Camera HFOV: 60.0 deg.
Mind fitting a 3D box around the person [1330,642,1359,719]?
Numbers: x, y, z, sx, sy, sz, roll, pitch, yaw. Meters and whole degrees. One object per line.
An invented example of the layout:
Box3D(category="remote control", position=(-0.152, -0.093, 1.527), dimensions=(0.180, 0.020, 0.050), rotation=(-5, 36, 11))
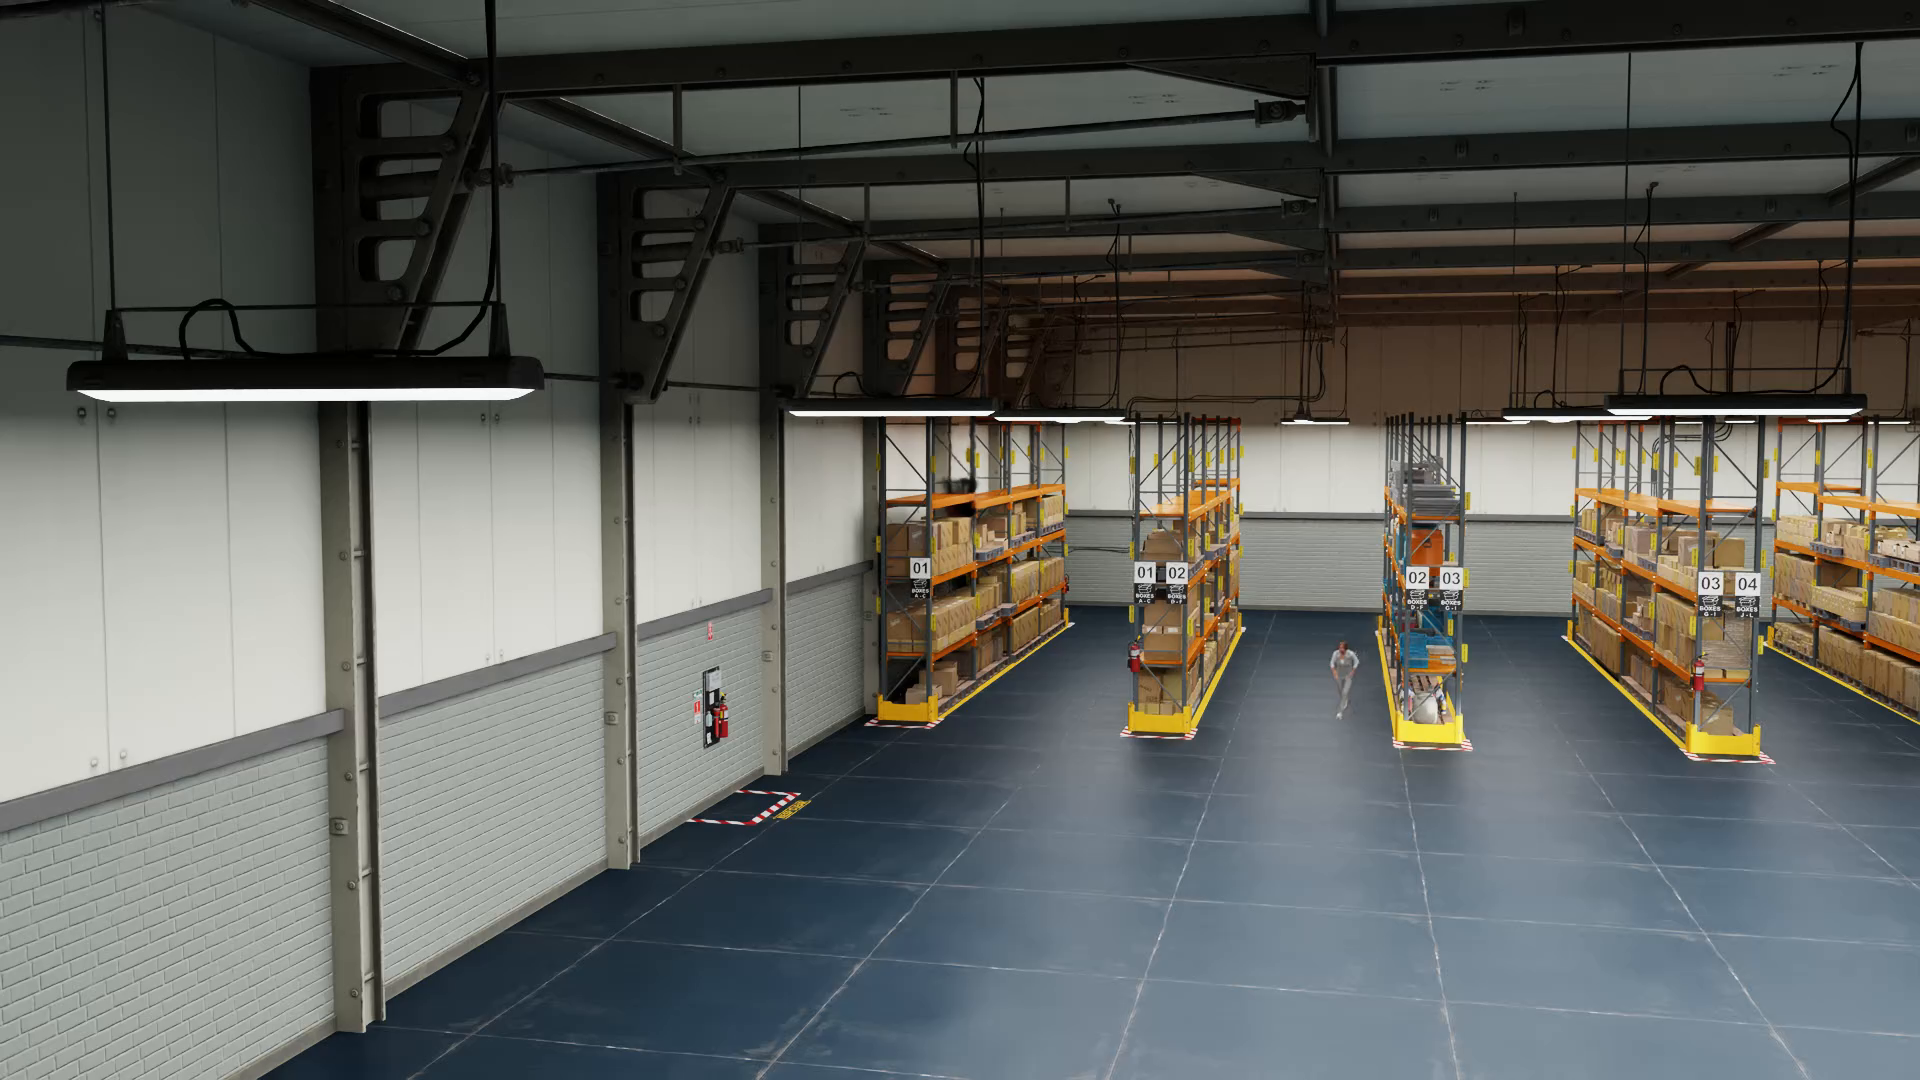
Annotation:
Box3D(category="person", position=(7.625, 2.750, 32.980), dimensions=(0.551, 1.542, 0.852), rotation=(1, 4, 17))

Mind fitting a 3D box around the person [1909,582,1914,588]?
Box3D(category="person", position=(25.809, 1.869, 45.164), dimensions=(0.540, 1.604, 0.602), rotation=(-1, 4, -11))
